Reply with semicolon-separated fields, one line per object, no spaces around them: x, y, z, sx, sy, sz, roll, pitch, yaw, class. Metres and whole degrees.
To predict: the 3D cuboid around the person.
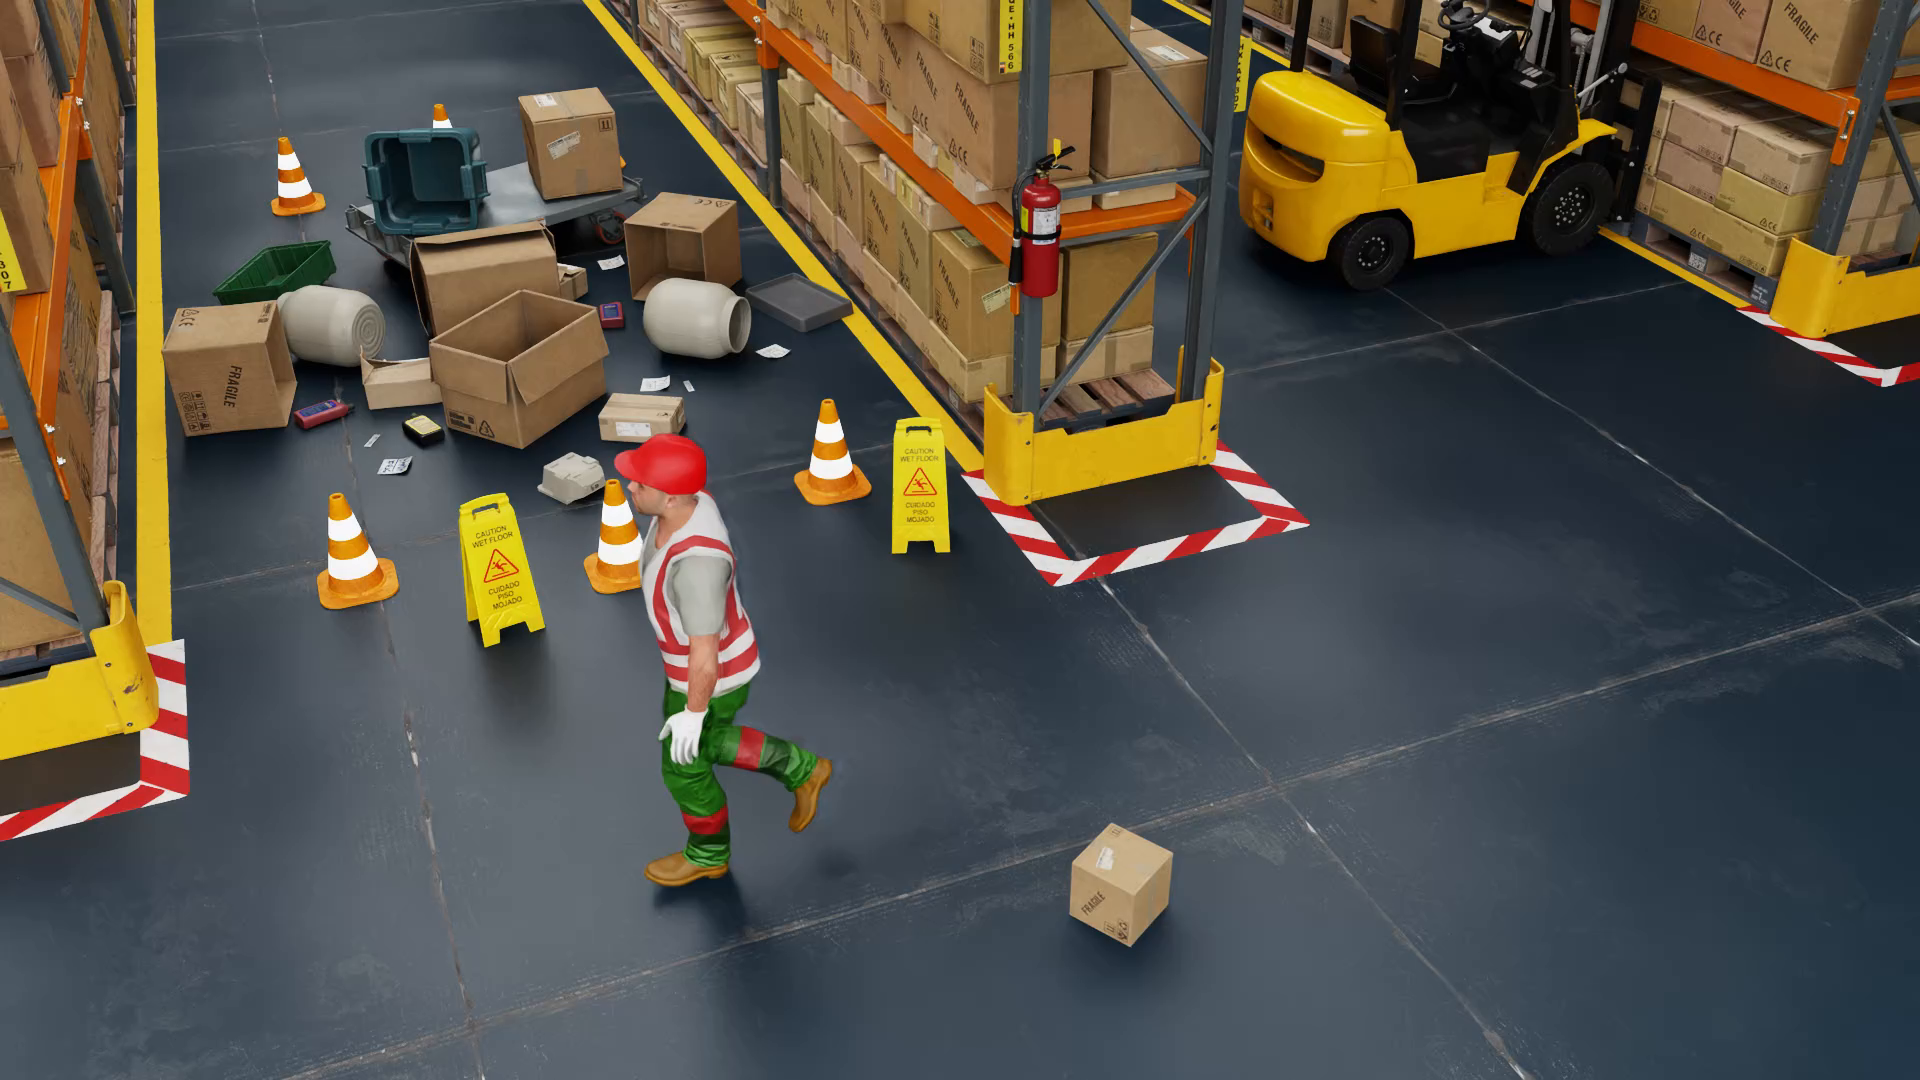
-0.786;0.391;5.513;0.705;1.769;0.659;-9;34;-13;person
